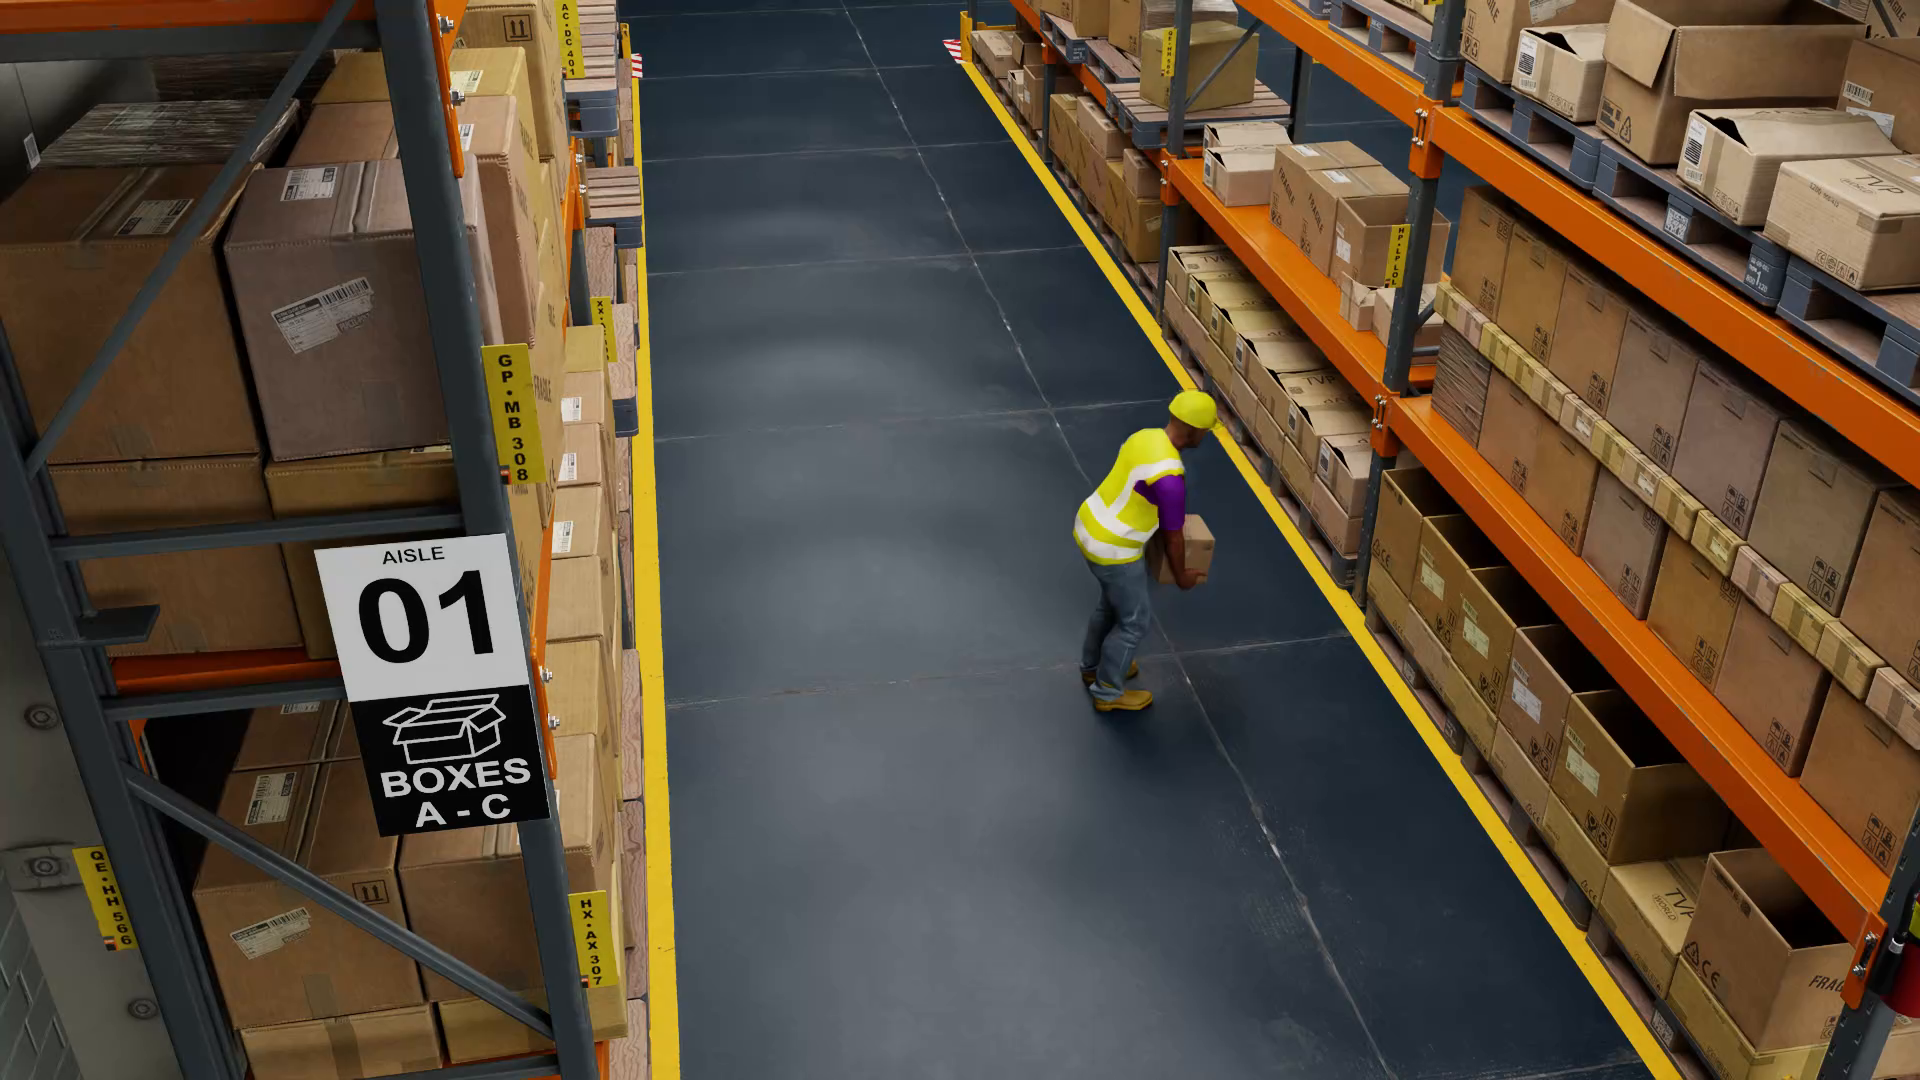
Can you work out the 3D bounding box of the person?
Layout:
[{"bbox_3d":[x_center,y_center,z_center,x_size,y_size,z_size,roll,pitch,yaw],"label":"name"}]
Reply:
[{"bbox_3d":[0.906,0.038,8.155,0.693,1.657,0.483,-6,31,-10],"label":"person"}]
